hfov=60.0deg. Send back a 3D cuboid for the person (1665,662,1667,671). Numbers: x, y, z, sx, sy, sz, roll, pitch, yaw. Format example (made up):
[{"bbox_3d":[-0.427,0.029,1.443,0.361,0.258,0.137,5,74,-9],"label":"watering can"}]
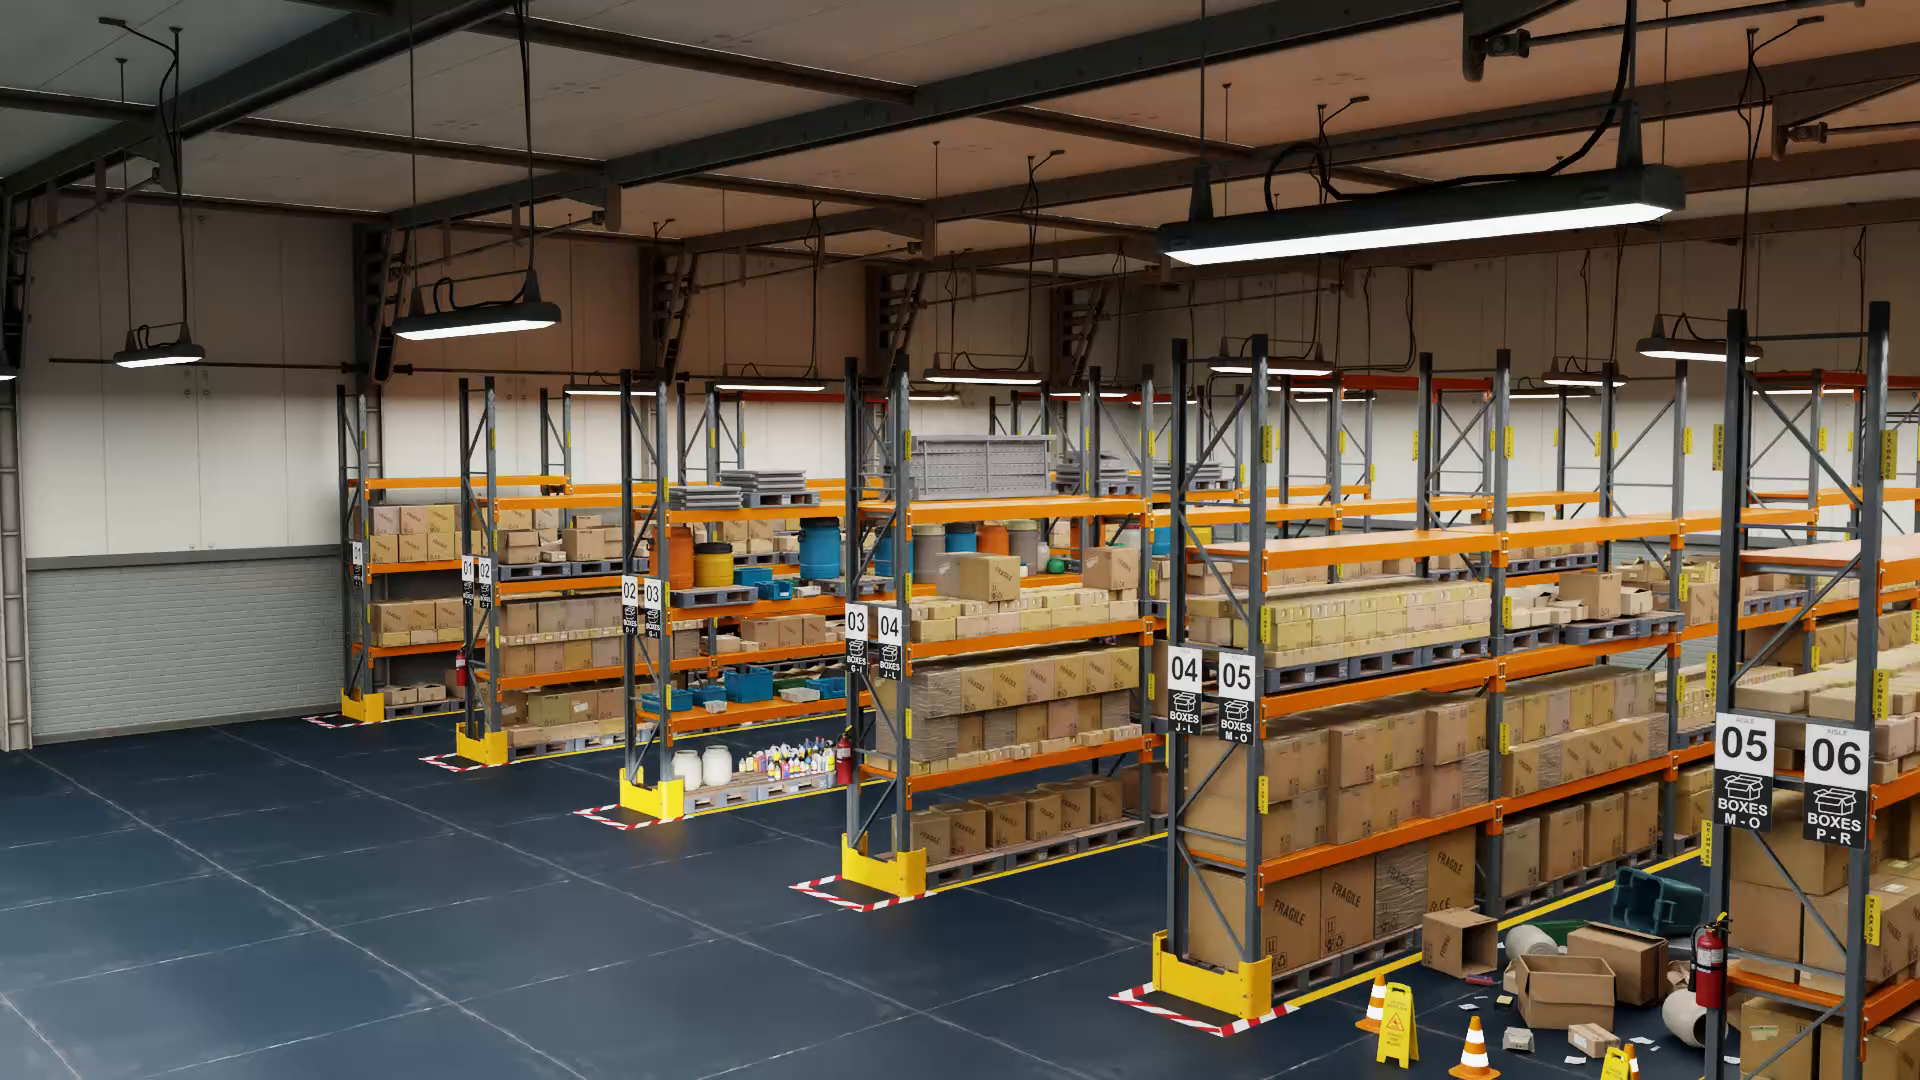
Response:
[{"bbox_3d":[10.786,2.618,25.073,0.933,1.713,0.656,-2,4,-32],"label":"person"}]
